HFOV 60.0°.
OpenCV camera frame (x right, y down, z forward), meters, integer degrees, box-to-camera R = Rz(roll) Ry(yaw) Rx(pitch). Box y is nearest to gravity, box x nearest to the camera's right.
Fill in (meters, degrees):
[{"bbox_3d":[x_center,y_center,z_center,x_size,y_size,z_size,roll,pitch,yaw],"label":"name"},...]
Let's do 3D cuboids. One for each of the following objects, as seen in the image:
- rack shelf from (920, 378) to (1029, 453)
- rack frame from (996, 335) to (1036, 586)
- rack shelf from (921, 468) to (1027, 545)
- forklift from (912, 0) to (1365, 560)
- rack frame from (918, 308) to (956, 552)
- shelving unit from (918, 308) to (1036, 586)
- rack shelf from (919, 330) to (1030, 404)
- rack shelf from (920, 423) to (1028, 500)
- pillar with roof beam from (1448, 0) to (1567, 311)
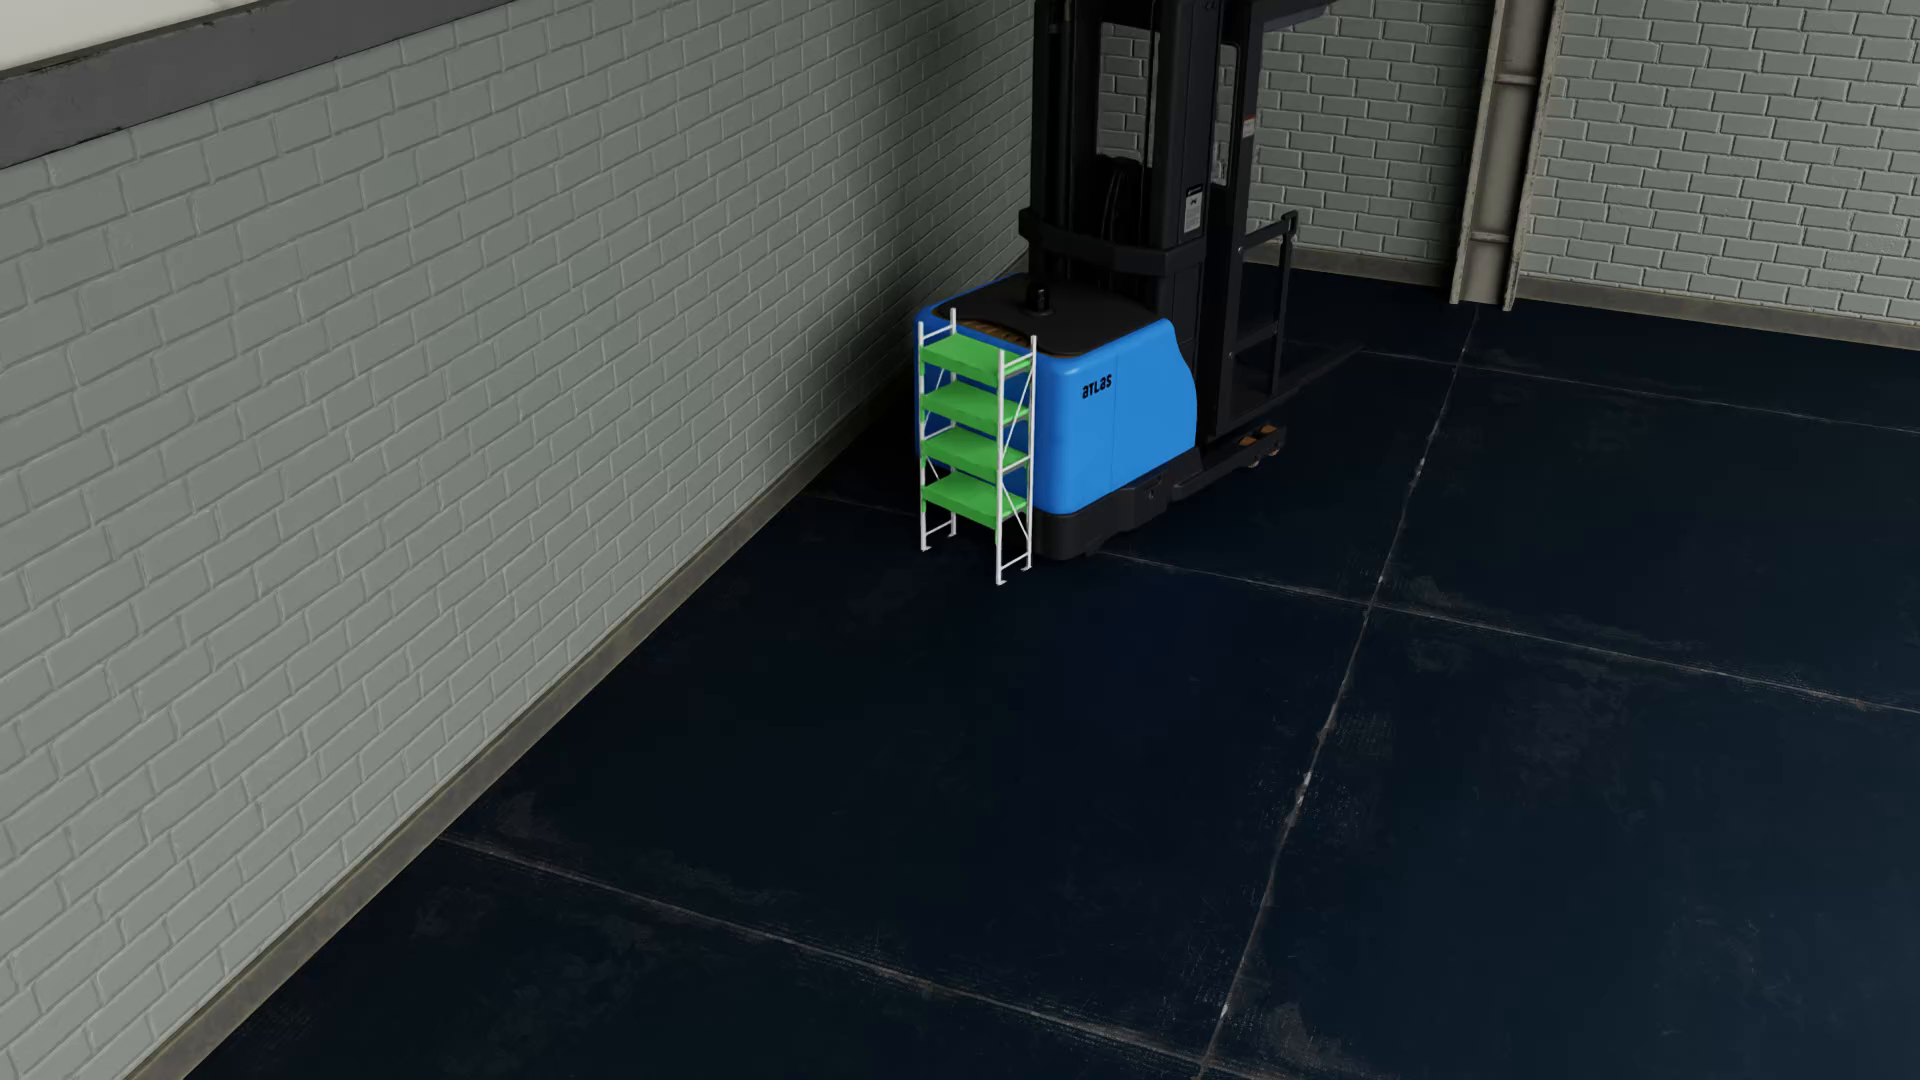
[{"bbox_3d":[0.074,-0.583,7.704,0.480,0.148,0.258,24,37,36],"label":"rack shelf"},{"bbox_3d":[0.255,-0.349,7.648,0.015,1.200,0.240,24,37,36],"label":"rack frame"},{"bbox_3d":[0.074,-0.165,7.940,0.480,0.148,0.258,24,37,36],"label":"rack shelf"},{"bbox_3d":[1.128,-1.816,8.484,1.130,2.935,3.031,25,38,36],"label":"forklift"},{"bbox_3d":[-0.106,-0.510,7.934,0.015,1.200,0.240,24,37,36],"label":"rack frame"},{"bbox_3d":[0.074,-0.430,7.791,0.503,1.200,0.258,24,37,36],"label":"shelving unit"},{"bbox_3d":[0.074,-0.792,7.586,0.480,0.148,0.258,24,37,36],"label":"rack shelf"},{"bbox_3d":[0.074,-0.374,7.822,0.480,0.148,0.258,24,37,36],"label":"rack shelf"},{"bbox_3d":[1.864,-3.561,5.404,0.400,9.000,9.100,11,31,19],"label":"pillar with roof beam"}]
